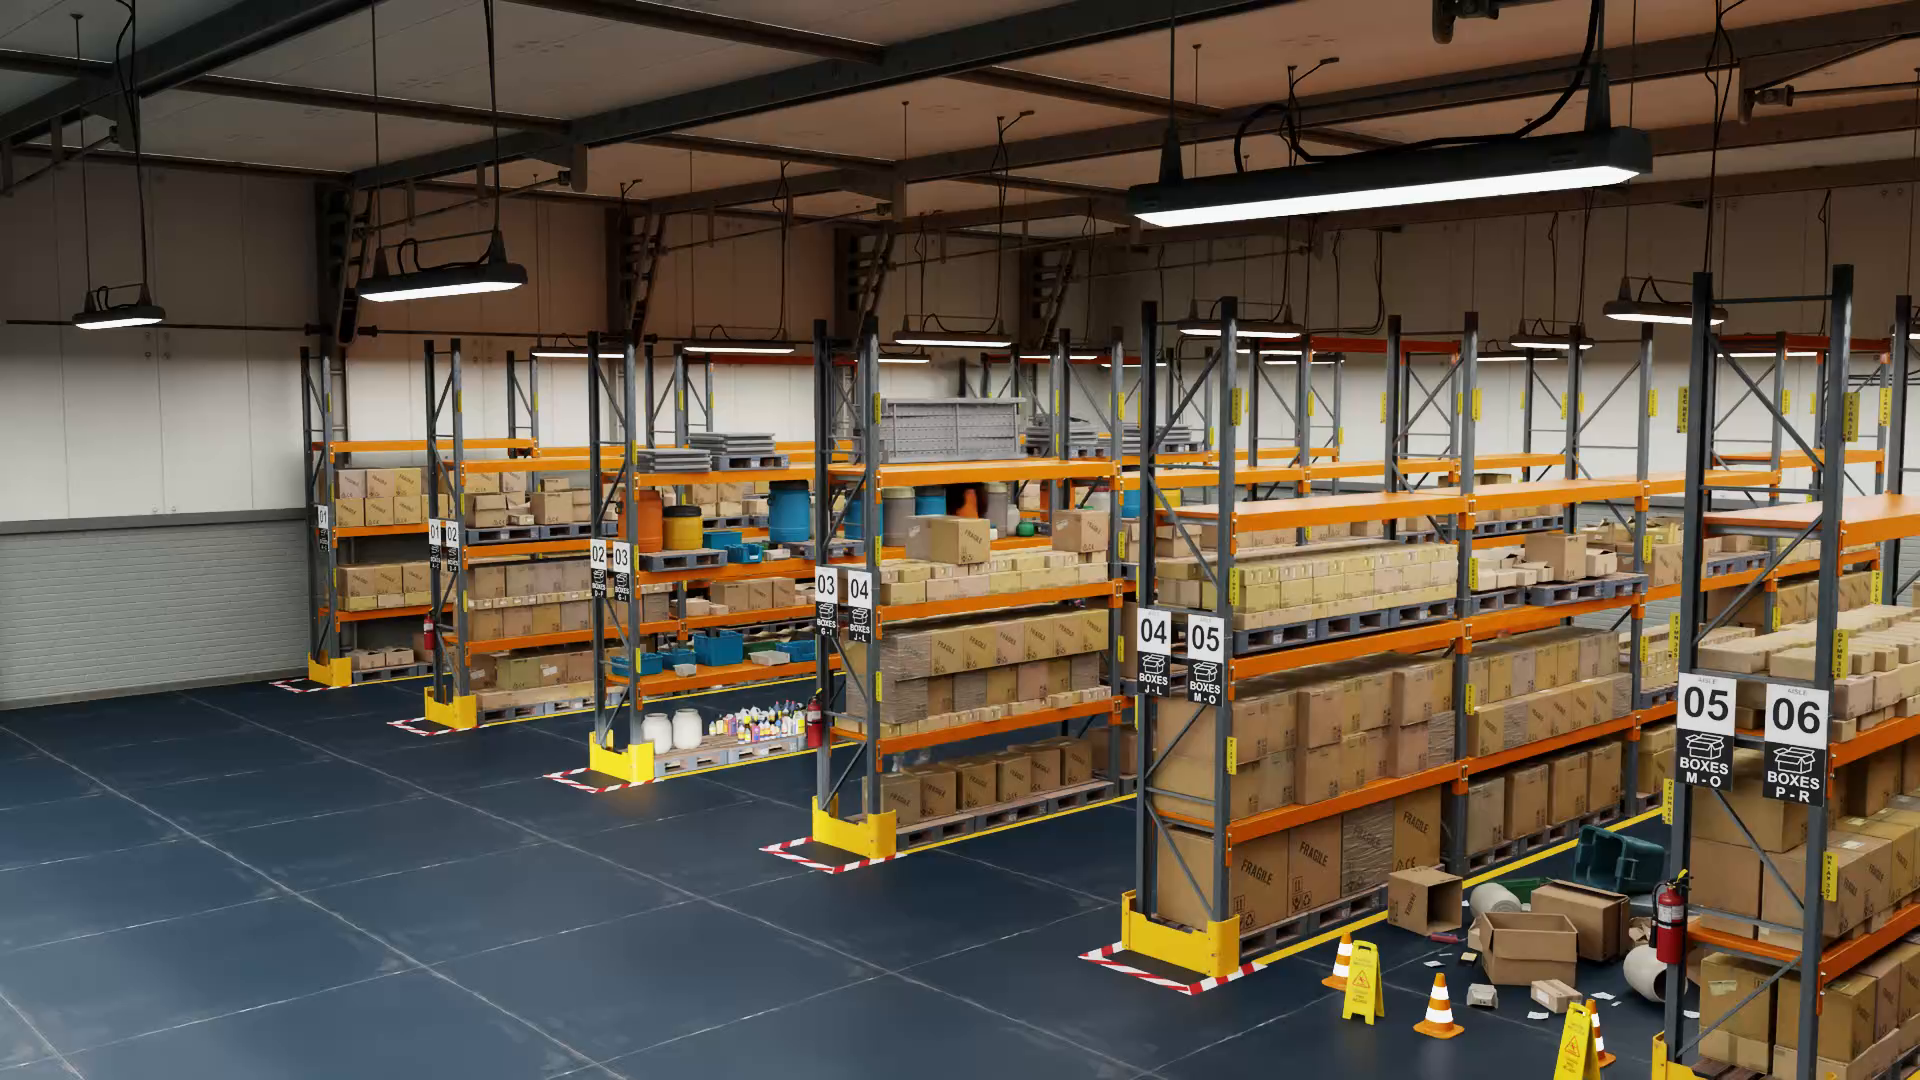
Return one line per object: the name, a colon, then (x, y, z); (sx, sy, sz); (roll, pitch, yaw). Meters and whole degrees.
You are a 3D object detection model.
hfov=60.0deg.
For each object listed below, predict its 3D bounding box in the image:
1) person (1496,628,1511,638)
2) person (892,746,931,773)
person: (8.124, 2.114, 24.912); (0.718, 1.749, 0.671); (-5, 7, -44)
person: (-0.716, 2.306, 22.621); (0.668, 1.741, 0.940); (3, 6, 32)
